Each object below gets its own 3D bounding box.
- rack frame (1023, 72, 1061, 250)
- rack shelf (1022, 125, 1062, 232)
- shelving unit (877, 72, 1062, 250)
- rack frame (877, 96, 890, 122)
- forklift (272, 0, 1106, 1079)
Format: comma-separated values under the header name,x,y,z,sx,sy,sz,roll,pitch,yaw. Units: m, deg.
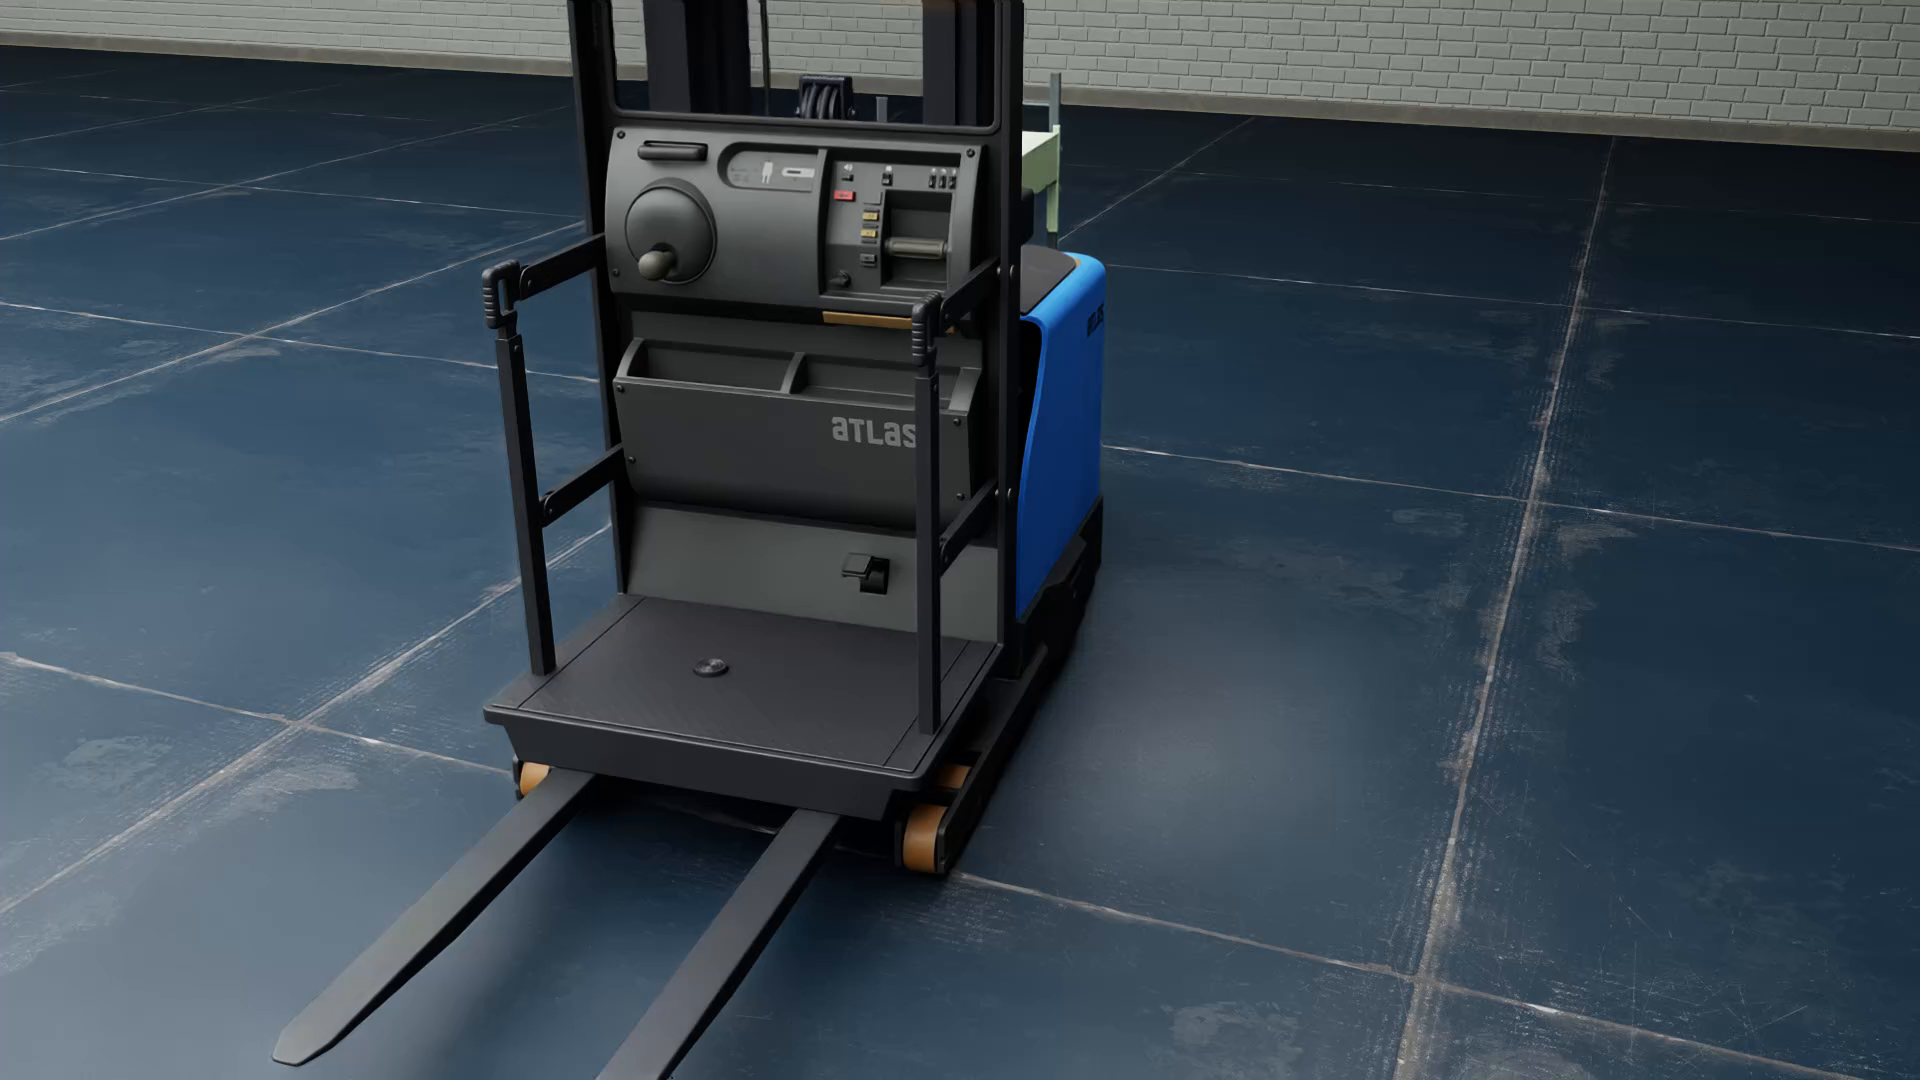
name,x,y,z,sx,sy,sz,roll,pitch,yaw
rack frame,0.153,-0.928,6.027,0.400,1.500,0.023,7,24,16
rack shelf,0.045,-1.154,5.554,0.431,0.370,0.720,7,24,16
shelving unit,0.045,-0.794,5.704,0.431,1.500,0.755,7,24,16
rack frame,-0.062,-0.659,5.381,0.400,1.500,0.023,7,24,16
forklift,-0.464,-0.743,3.727,1.130,2.935,3.031,7,24,16
